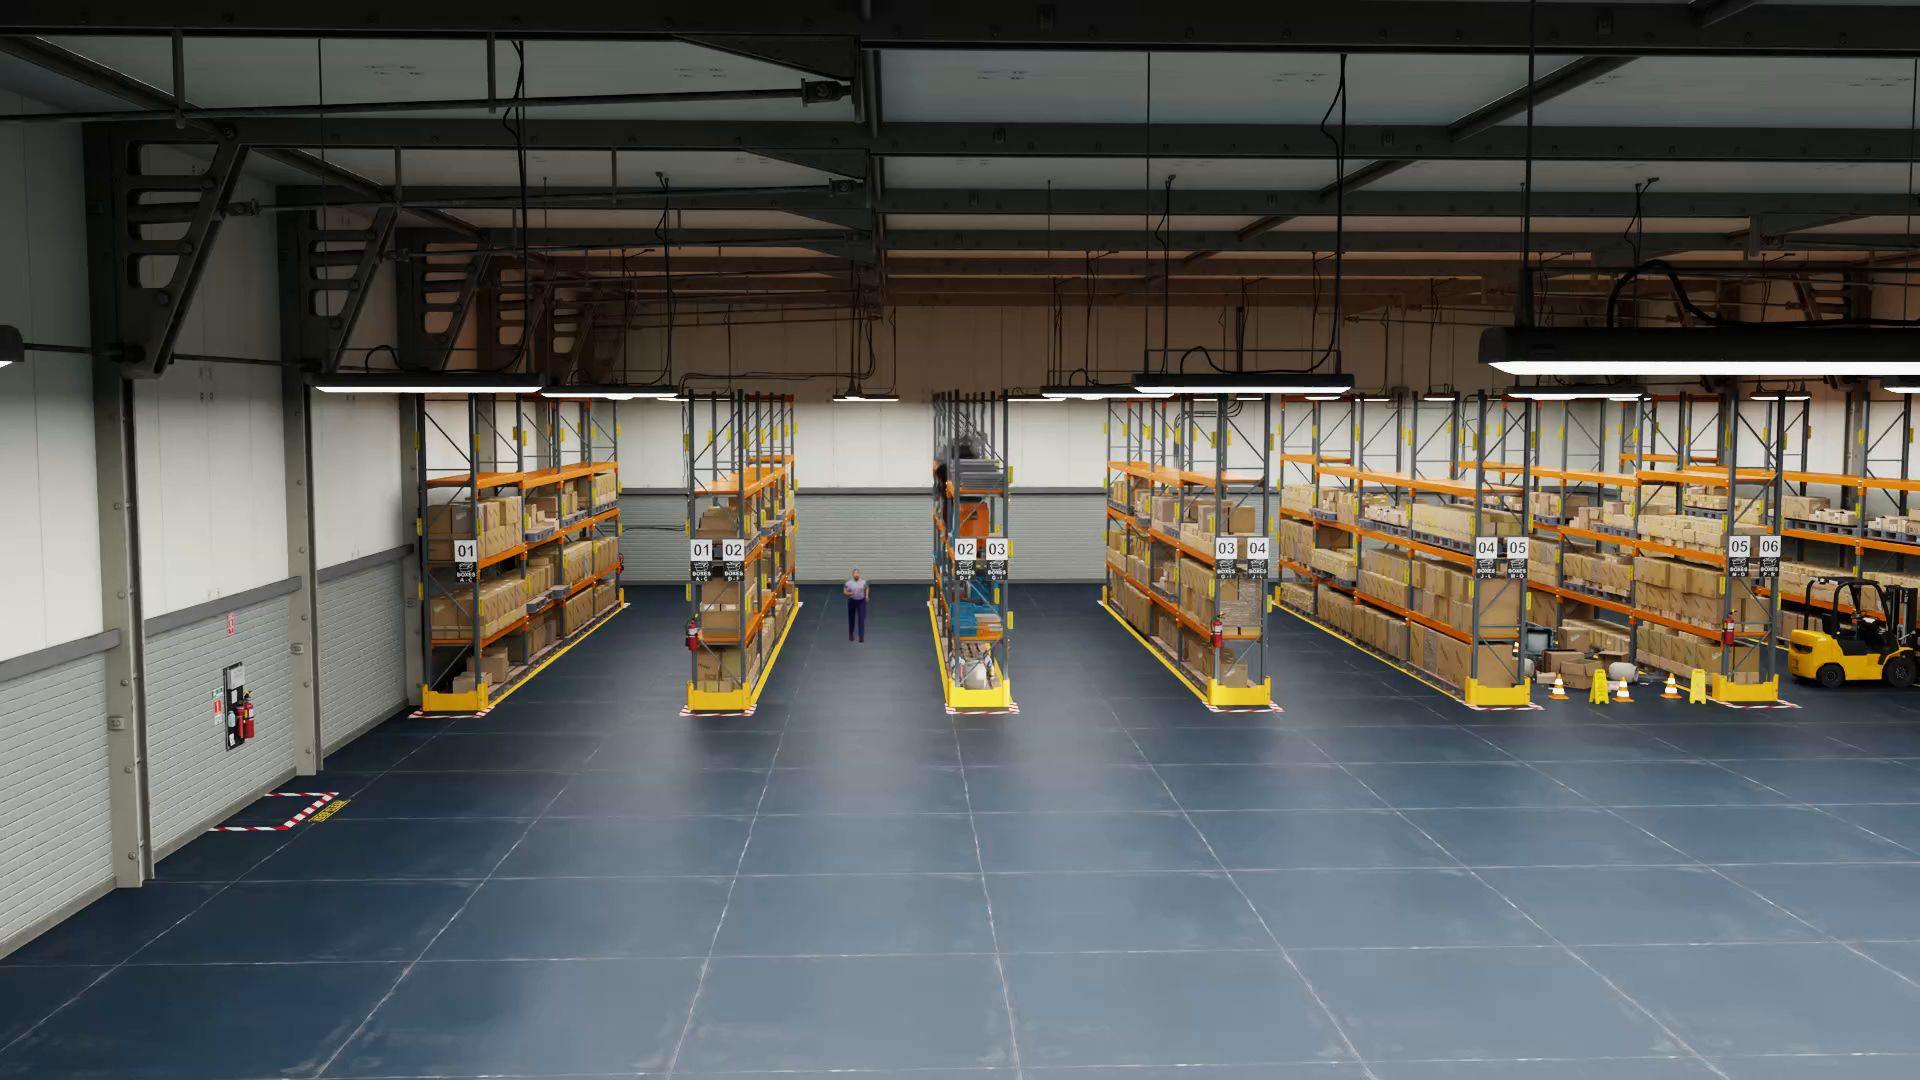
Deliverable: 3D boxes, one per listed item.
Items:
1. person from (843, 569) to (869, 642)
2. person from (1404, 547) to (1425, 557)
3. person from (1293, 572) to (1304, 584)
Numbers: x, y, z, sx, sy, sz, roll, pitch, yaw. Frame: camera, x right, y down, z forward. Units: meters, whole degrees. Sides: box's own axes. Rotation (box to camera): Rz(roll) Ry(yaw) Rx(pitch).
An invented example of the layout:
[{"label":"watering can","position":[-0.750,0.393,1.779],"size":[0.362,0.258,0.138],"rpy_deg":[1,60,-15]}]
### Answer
[{"label":"person","position":[-2.369,1.509,38.131],"size":[0.607,1.690,0.883],"rpy_deg":[-1,5,-9]},{"label":"person","position":[13.346,0.801,49.220],"size":[0.991,1.808,0.703],"rpy_deg":[-1,5,-11]},{"label":"person","position":[10.017,0.888,48.794],"size":[0.763,1.764,0.701],"rpy_deg":[2,5,26]}]
